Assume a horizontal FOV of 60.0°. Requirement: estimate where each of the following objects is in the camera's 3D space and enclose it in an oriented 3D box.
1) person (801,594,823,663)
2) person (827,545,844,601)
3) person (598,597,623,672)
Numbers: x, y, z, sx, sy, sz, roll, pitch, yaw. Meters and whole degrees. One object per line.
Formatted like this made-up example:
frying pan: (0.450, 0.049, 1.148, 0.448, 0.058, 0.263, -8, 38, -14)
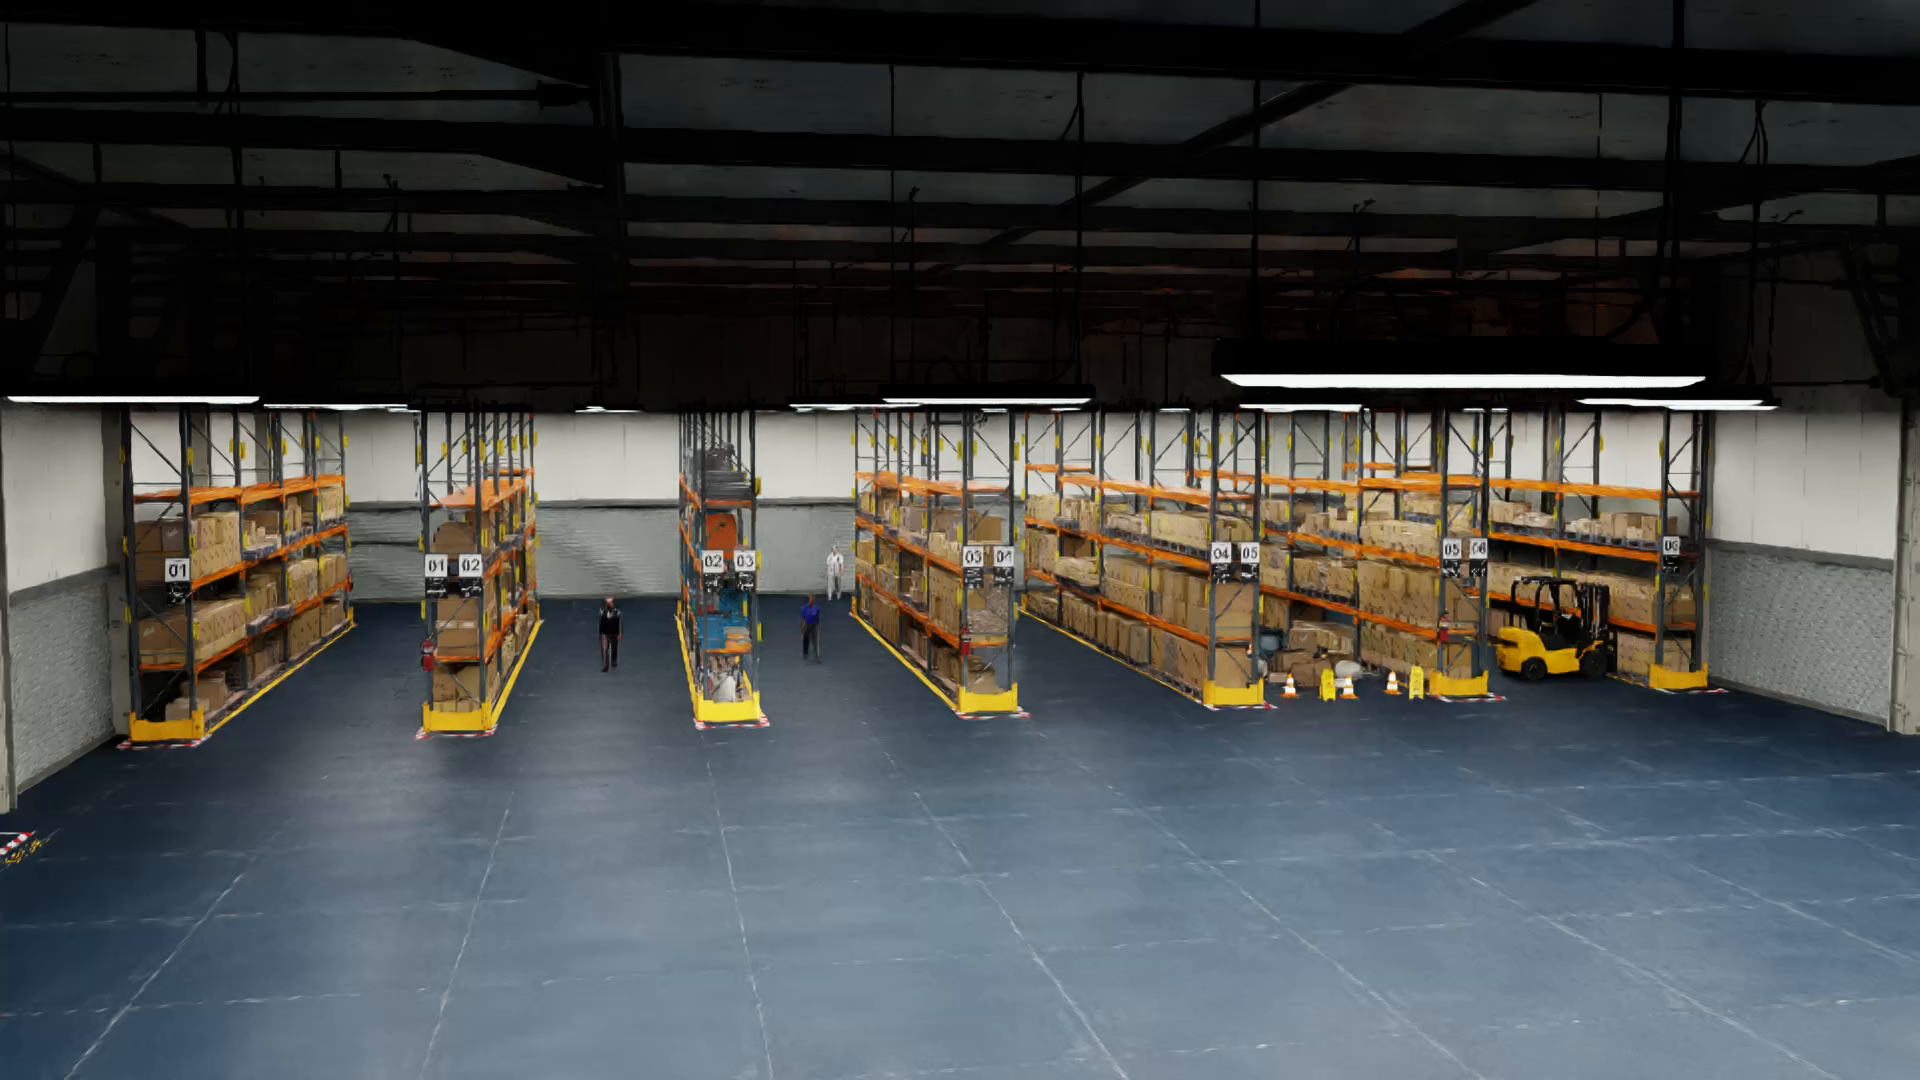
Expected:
person: (-3.449, 2.028, 38.398, 0.451, 1.558, 1.088, -1, 4, -13)
person: (-3.838, 0.996, 51.153, 0.533, 1.707, 1.040, 0, 4, -2)
person: (-7.810, 2.083, 37.207, 0.543, 1.649, 1.110, -1, 4, -13)
